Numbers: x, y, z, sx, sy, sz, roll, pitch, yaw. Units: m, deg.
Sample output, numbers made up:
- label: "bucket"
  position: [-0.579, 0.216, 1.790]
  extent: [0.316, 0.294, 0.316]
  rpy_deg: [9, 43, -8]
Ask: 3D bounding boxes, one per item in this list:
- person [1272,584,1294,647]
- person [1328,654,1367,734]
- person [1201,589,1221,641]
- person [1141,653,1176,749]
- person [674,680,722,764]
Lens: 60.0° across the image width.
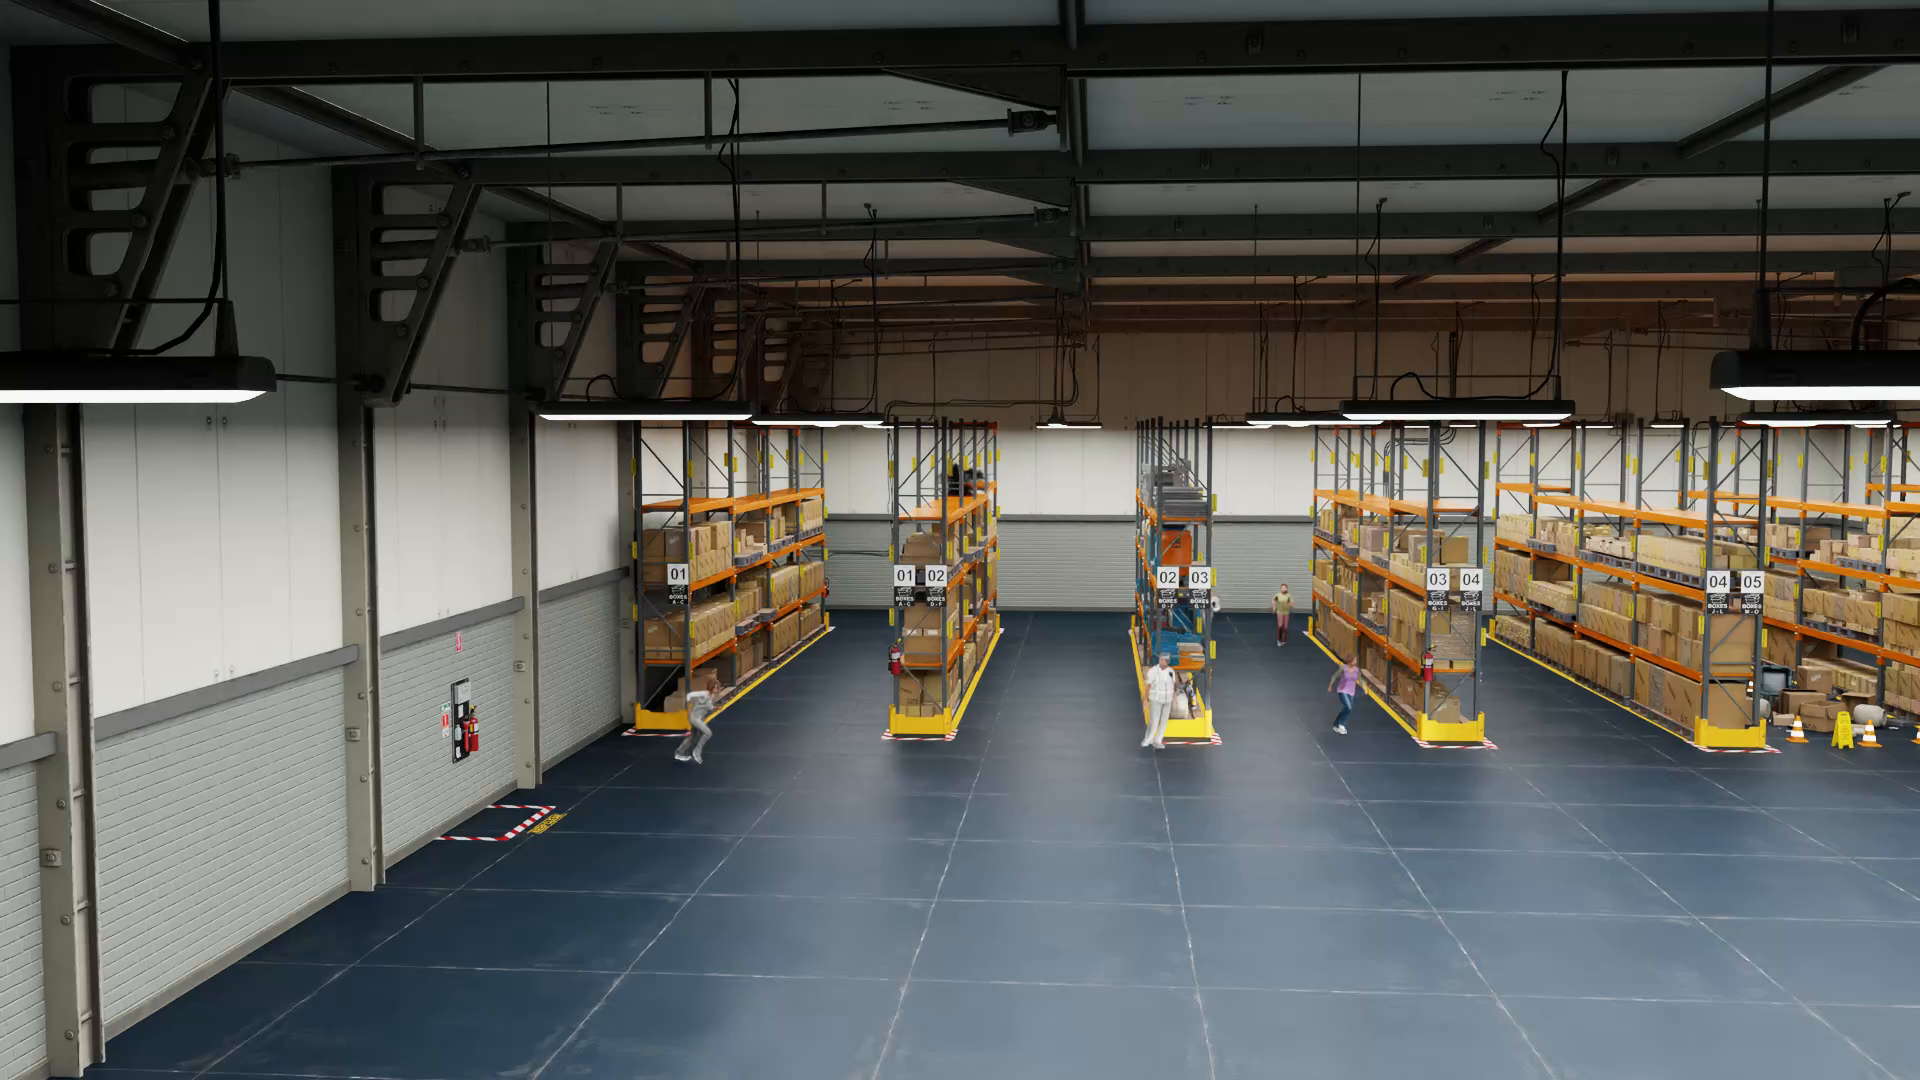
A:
- label: "person"
  position: [8.600, 1.998, 44.228]
  extent: [0.537, 1.681, 0.685]
  rpy_deg: [0, 4, 3]
- label: "person"
  position: [7.307, 2.895, 31.282]
  extent: [0.506, 1.540, 0.797]
  rpy_deg: [-1, 4, -21]
- label: "person"
  position: [6.580, 2.074, 44.302]
  extent: [0.658, 1.618, 0.951]
  rpy_deg: [0, 4, -1]
- label: "person"
  position: [3.572, 2.885, 29.906]
  extent: [0.635, 1.745, 0.482]
  rpy_deg: [-2, 4, -24]
- label: "person"
  position: [-4.510, 3.112, 28.545]
  extent: [0.892, 1.434, 0.571]
  rpy_deg: [1, 4, 17]
